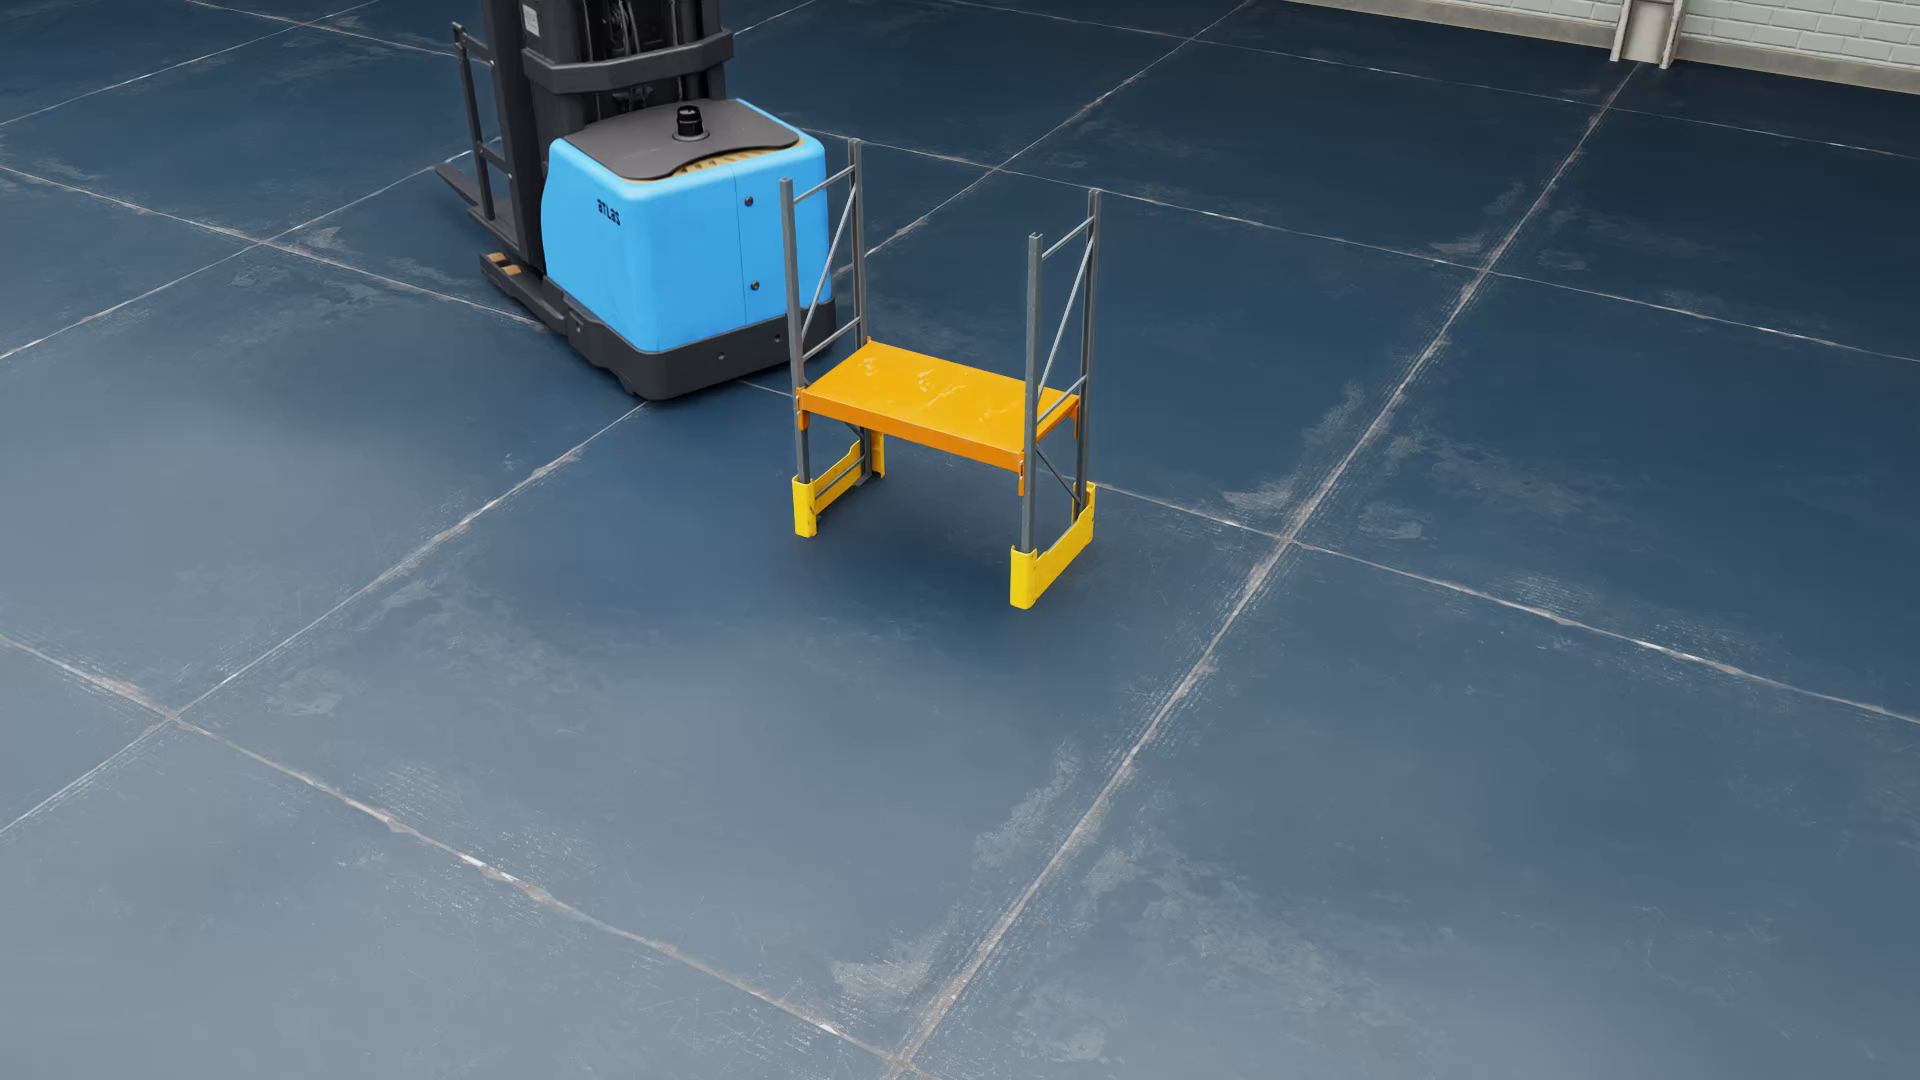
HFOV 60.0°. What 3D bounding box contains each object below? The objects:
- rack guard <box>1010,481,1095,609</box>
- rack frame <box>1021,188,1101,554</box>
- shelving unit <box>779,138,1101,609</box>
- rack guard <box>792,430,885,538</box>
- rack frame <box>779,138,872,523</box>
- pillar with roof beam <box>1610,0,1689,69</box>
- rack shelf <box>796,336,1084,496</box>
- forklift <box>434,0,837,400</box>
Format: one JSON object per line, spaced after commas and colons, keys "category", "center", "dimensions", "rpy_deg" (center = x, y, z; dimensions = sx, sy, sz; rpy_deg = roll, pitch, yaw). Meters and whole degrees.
{"category": "rack guard", "center": [0.366, 0.012, 6.507], "dimensions": [0.087, 0.250, 0.587], "rpy_deg": [18, 37, 24]}
{"category": "rack frame", "center": [0.367, -0.508, 6.160], "dimensions": [0.032, 1.500, 0.500], "rpy_deg": [18, 37, 24]}
{"category": "shelving unit", "center": [-0.066, -0.645, 6.366], "dimensions": [1.083, 1.500, 0.587], "rpy_deg": [18, 37, 24]}
{"category": "rack guard", "center": [-0.499, -0.262, 6.918], "dimensions": [0.087, 0.250, 0.587], "rpy_deg": [18, 37, 24]}
{"category": "rack frame", "center": [-0.515, -0.788, 6.579], "dimensions": [0.032, 1.500, 0.500], "rpy_deg": [18, 37, 24]}
{"category": "pillar with roof beam", "center": [2.765, -5.130, 6.335], "dimensions": [0.400, 9.000, 9.100], "rpy_deg": [18, 37, 24]}
{"category": "rack shelf", "center": [-0.074, -0.498, 6.469], "dimensions": [1.000, 0.185, 0.538], "rpy_deg": [18, 37, 24]}
{"category": "forklift", "center": [-1.871, -2.623, 8.044], "dimensions": [1.130, 2.935, 3.031], "rpy_deg": [-22, 39, -29]}
